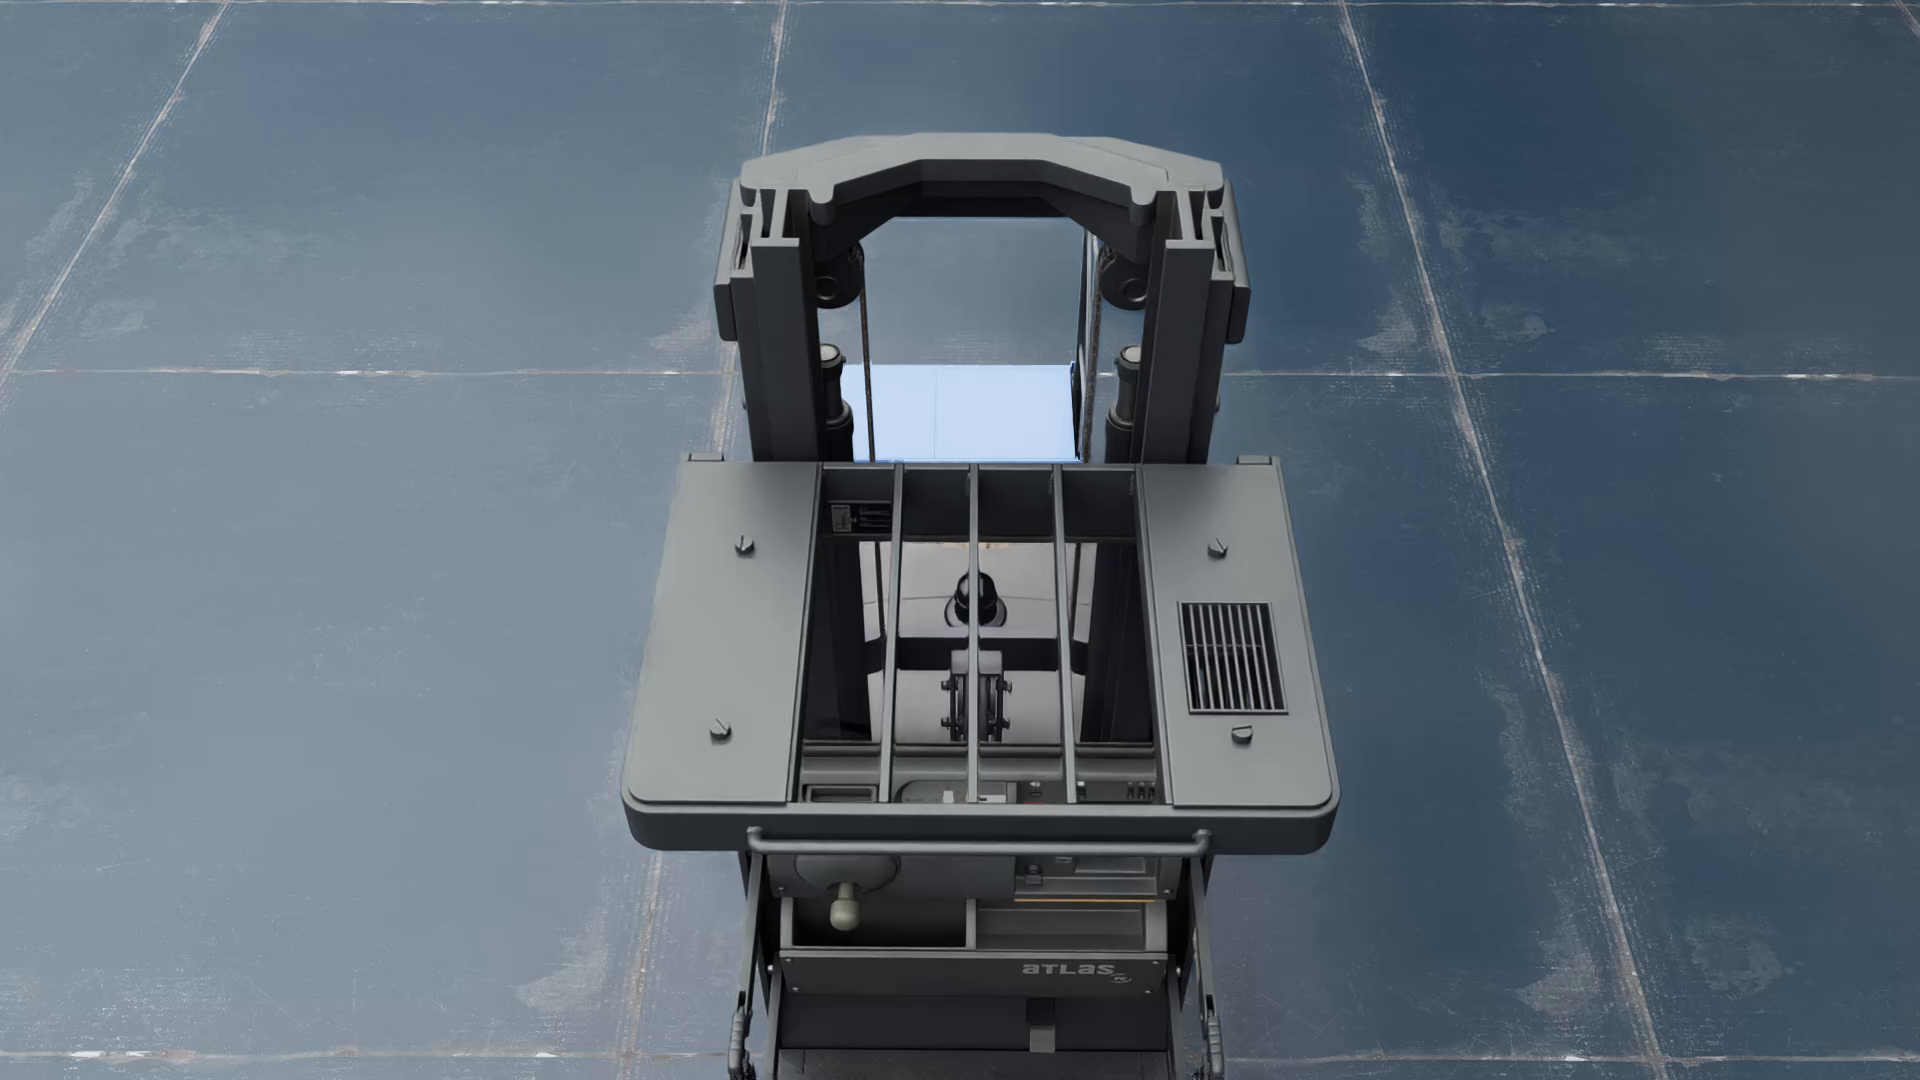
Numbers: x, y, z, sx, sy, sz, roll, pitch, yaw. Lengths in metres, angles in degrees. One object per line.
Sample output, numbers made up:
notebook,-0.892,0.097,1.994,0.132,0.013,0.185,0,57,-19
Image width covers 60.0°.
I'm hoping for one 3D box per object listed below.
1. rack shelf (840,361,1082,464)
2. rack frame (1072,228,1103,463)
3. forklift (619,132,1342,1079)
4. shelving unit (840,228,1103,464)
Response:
rack shelf,-0.085,-0.389,5.833,1.000,0.185,0.538,0,47,0
rack frame,0.423,-0.510,5.700,0.032,1.500,0.500,0,47,0
forklift,0.034,0.768,3.533,1.130,2.935,3.031,0,47,0
shelving unit,-0.085,-0.511,5.701,1.048,1.500,0.538,0,47,0
